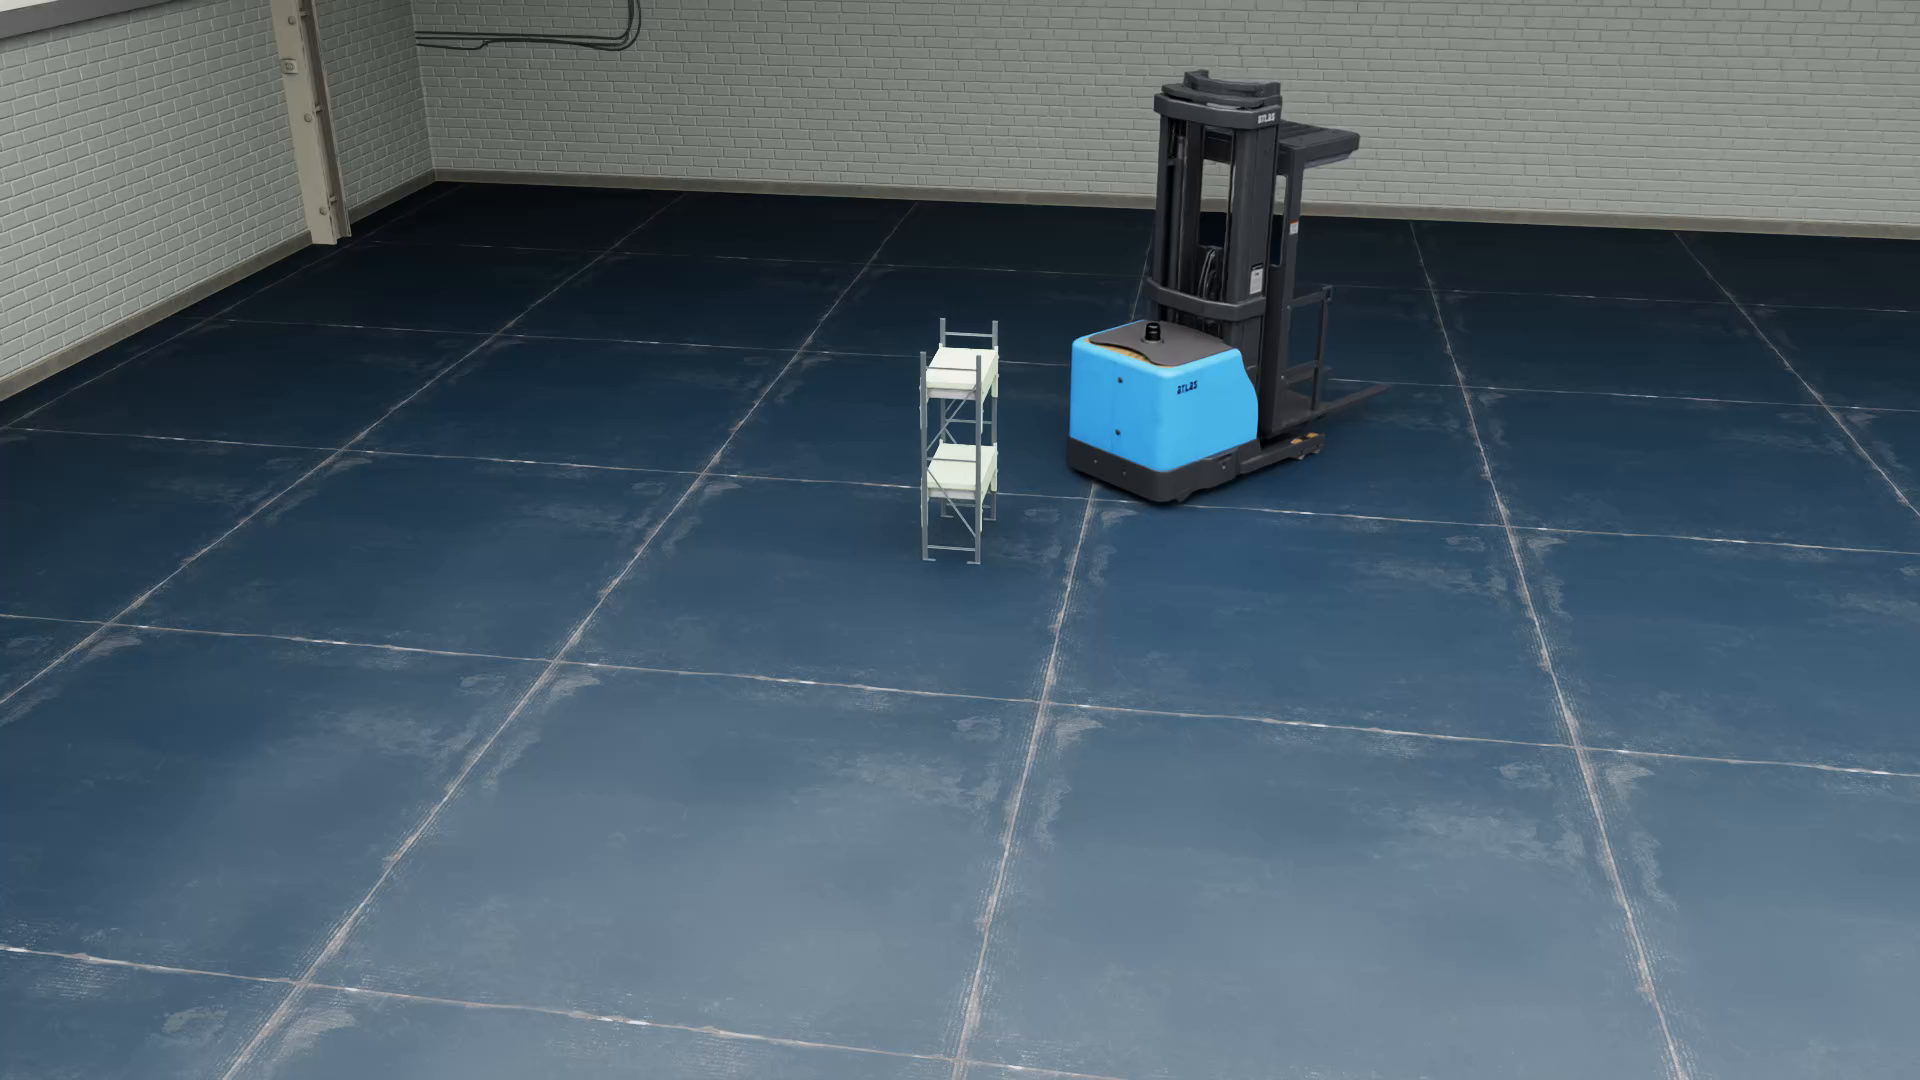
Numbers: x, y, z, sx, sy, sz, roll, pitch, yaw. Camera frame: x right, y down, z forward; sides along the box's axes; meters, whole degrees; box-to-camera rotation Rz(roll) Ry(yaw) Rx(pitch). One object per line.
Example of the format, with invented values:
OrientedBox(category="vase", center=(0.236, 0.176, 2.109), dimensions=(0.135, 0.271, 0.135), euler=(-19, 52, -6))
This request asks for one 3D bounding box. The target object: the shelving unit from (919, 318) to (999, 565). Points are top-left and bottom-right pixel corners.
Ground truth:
OrientedBox(category="shelving unit", center=(0.001, -0.682, 11.438), dimensions=(0.431, 1.500, 0.755), euler=(4, 25, 9))

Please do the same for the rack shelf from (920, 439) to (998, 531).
OrientedBox(category="rack shelf", center=(0.001, -0.387, 11.576), dimensions=(0.431, 0.370, 0.720), euler=(4, 25, 9))

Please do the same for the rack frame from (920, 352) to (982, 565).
OrientedBox(category="rack frame", center=(-0.059, -0.529, 11.111), dimensions=(0.400, 1.500, 0.023), euler=(4, 25, 9))

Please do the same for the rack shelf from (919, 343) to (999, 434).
OrientedBox(category="rack shelf", center=(0.001, -1.036, 11.273), dimensions=(0.431, 0.370, 0.720), euler=(4, 25, 9))

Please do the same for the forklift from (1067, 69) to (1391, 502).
OrientedBox(category="forklift", center=(2.269, -2.108, 12.797), dimensions=(3.031, 2.935, 1.130), euler=(-20, 32, -36))

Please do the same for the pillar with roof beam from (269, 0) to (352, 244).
OrientedBox(category="pillar with roof beam", center=(-2.993, -7.238, 16.597), dimensions=(9.100, 9.000, 0.400), euler=(4, 25, 9))

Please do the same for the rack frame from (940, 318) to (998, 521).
OrientedBox(category="rack frame", center=(0.061, -0.835, 11.765), dimensions=(0.400, 1.500, 0.023), euler=(4, 25, 9))

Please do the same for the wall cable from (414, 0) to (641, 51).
OrientedBox(category="wall cable", center=(-5.455, -7.270, 20.329), dimensions=(3.097, 2.526, 0.112), euler=(4, 25, 9))
